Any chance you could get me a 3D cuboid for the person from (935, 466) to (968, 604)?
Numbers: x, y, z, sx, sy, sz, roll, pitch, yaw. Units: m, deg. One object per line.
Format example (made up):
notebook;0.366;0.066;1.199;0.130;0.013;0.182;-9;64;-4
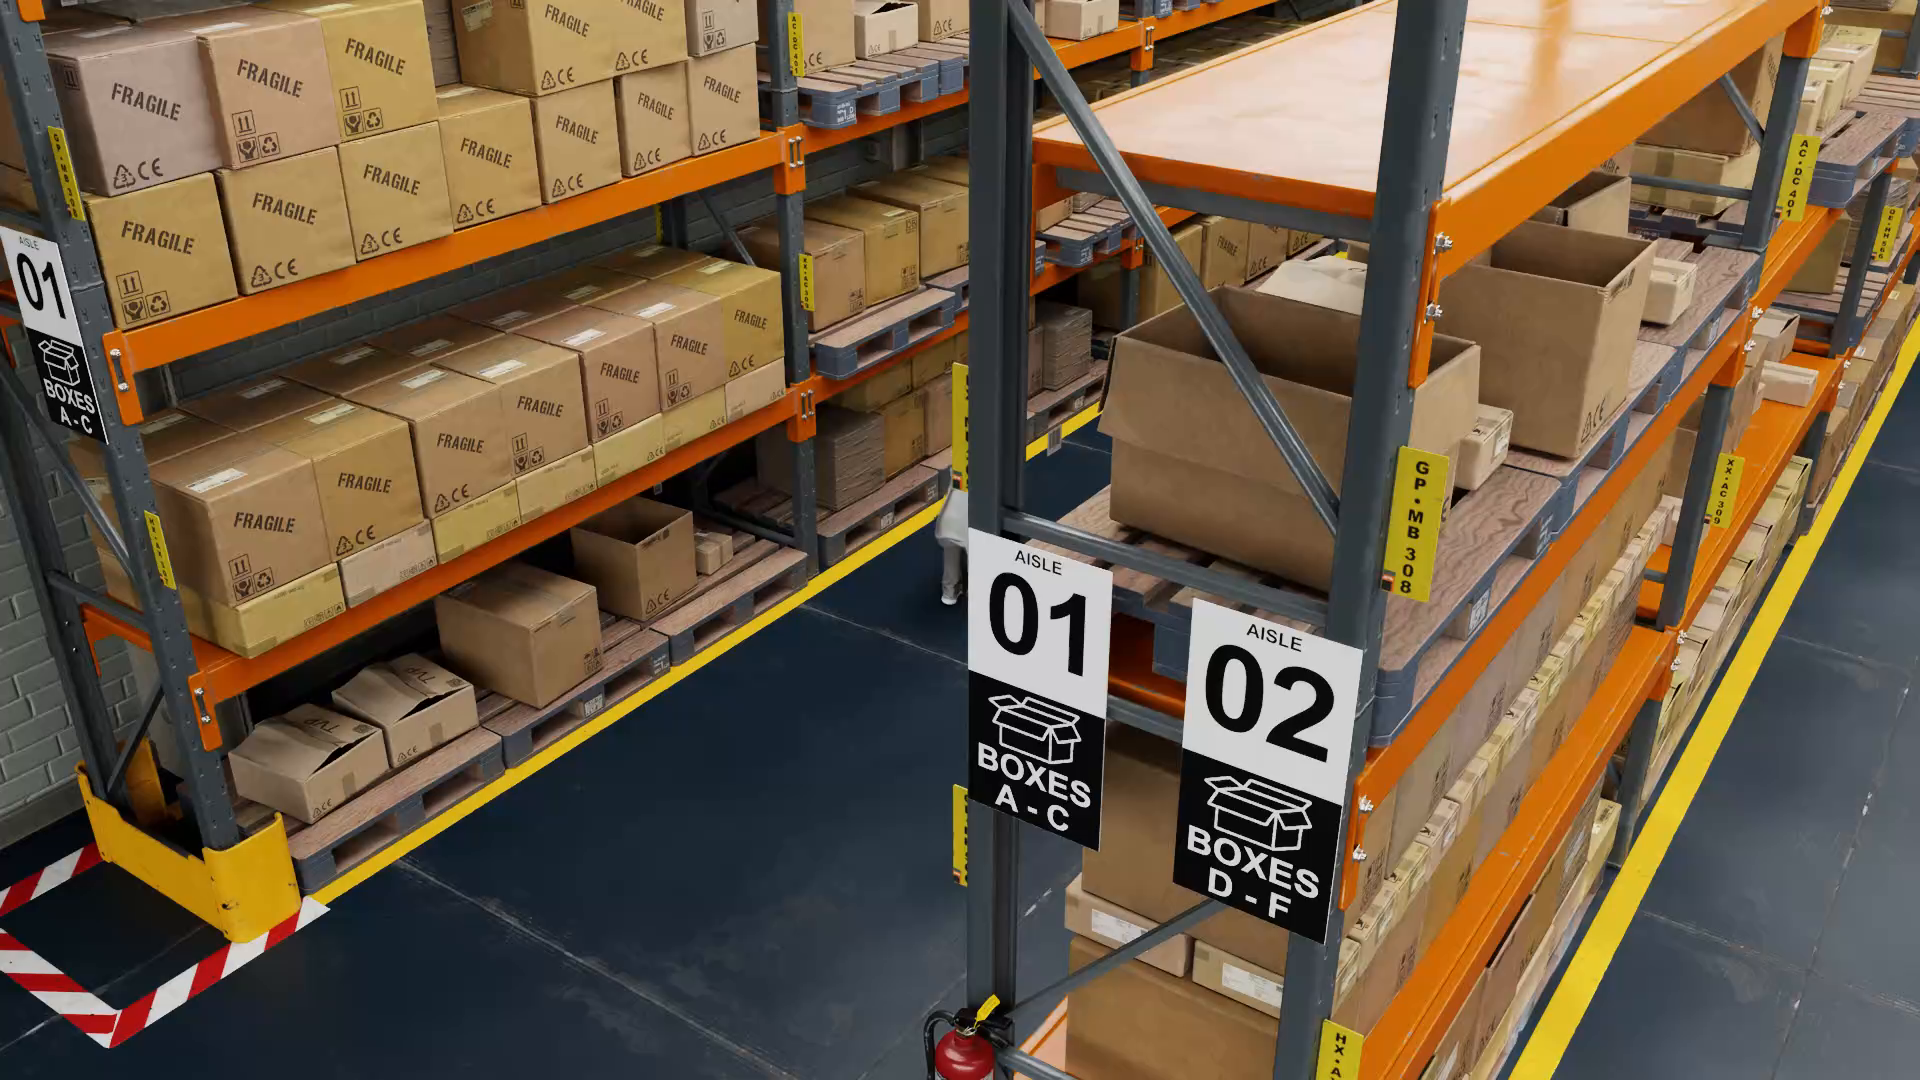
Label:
person;0.103;-0.087;10.070;0.422;0.892;0.859;9;29;18
